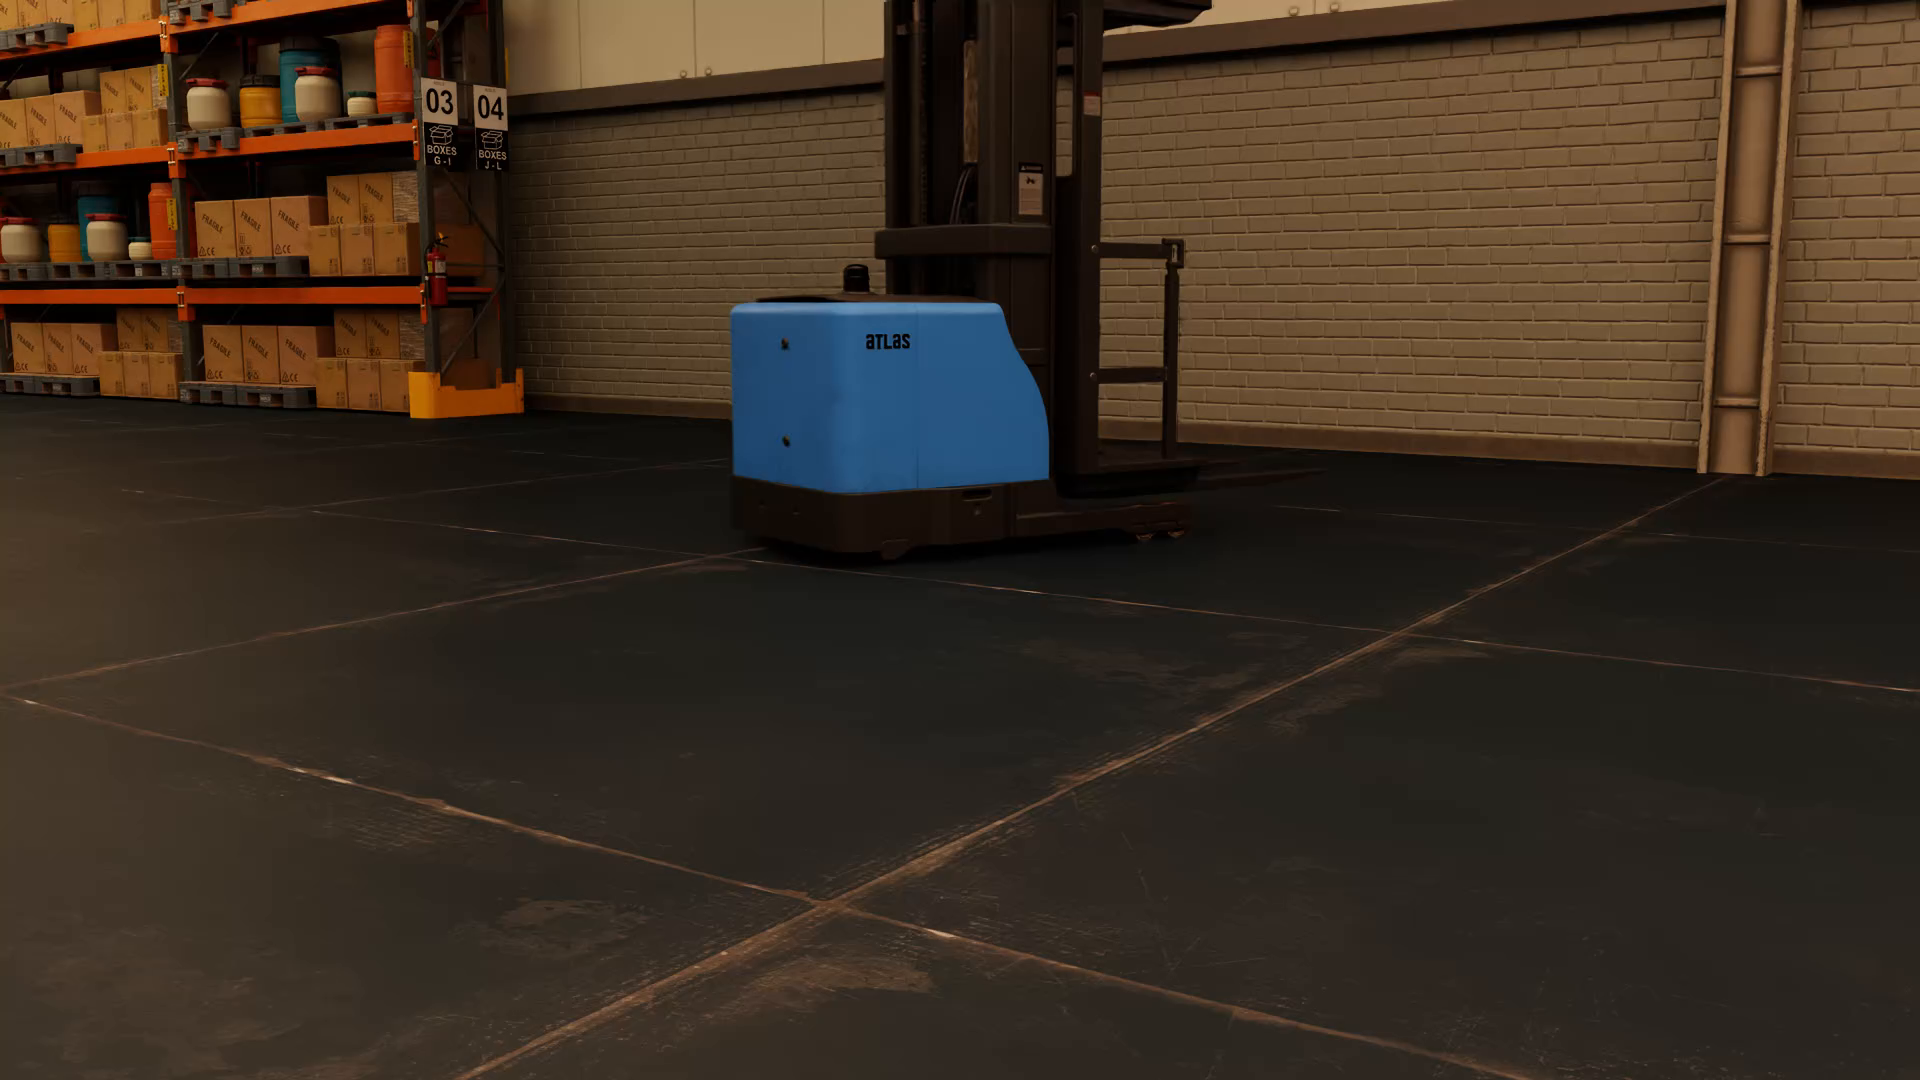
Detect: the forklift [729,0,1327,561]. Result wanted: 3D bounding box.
[{"bbox_3d":[0.462,-1.504,7.769,3.031,2.935,1.130,-6,10,-35],"label":"forklift"}]
